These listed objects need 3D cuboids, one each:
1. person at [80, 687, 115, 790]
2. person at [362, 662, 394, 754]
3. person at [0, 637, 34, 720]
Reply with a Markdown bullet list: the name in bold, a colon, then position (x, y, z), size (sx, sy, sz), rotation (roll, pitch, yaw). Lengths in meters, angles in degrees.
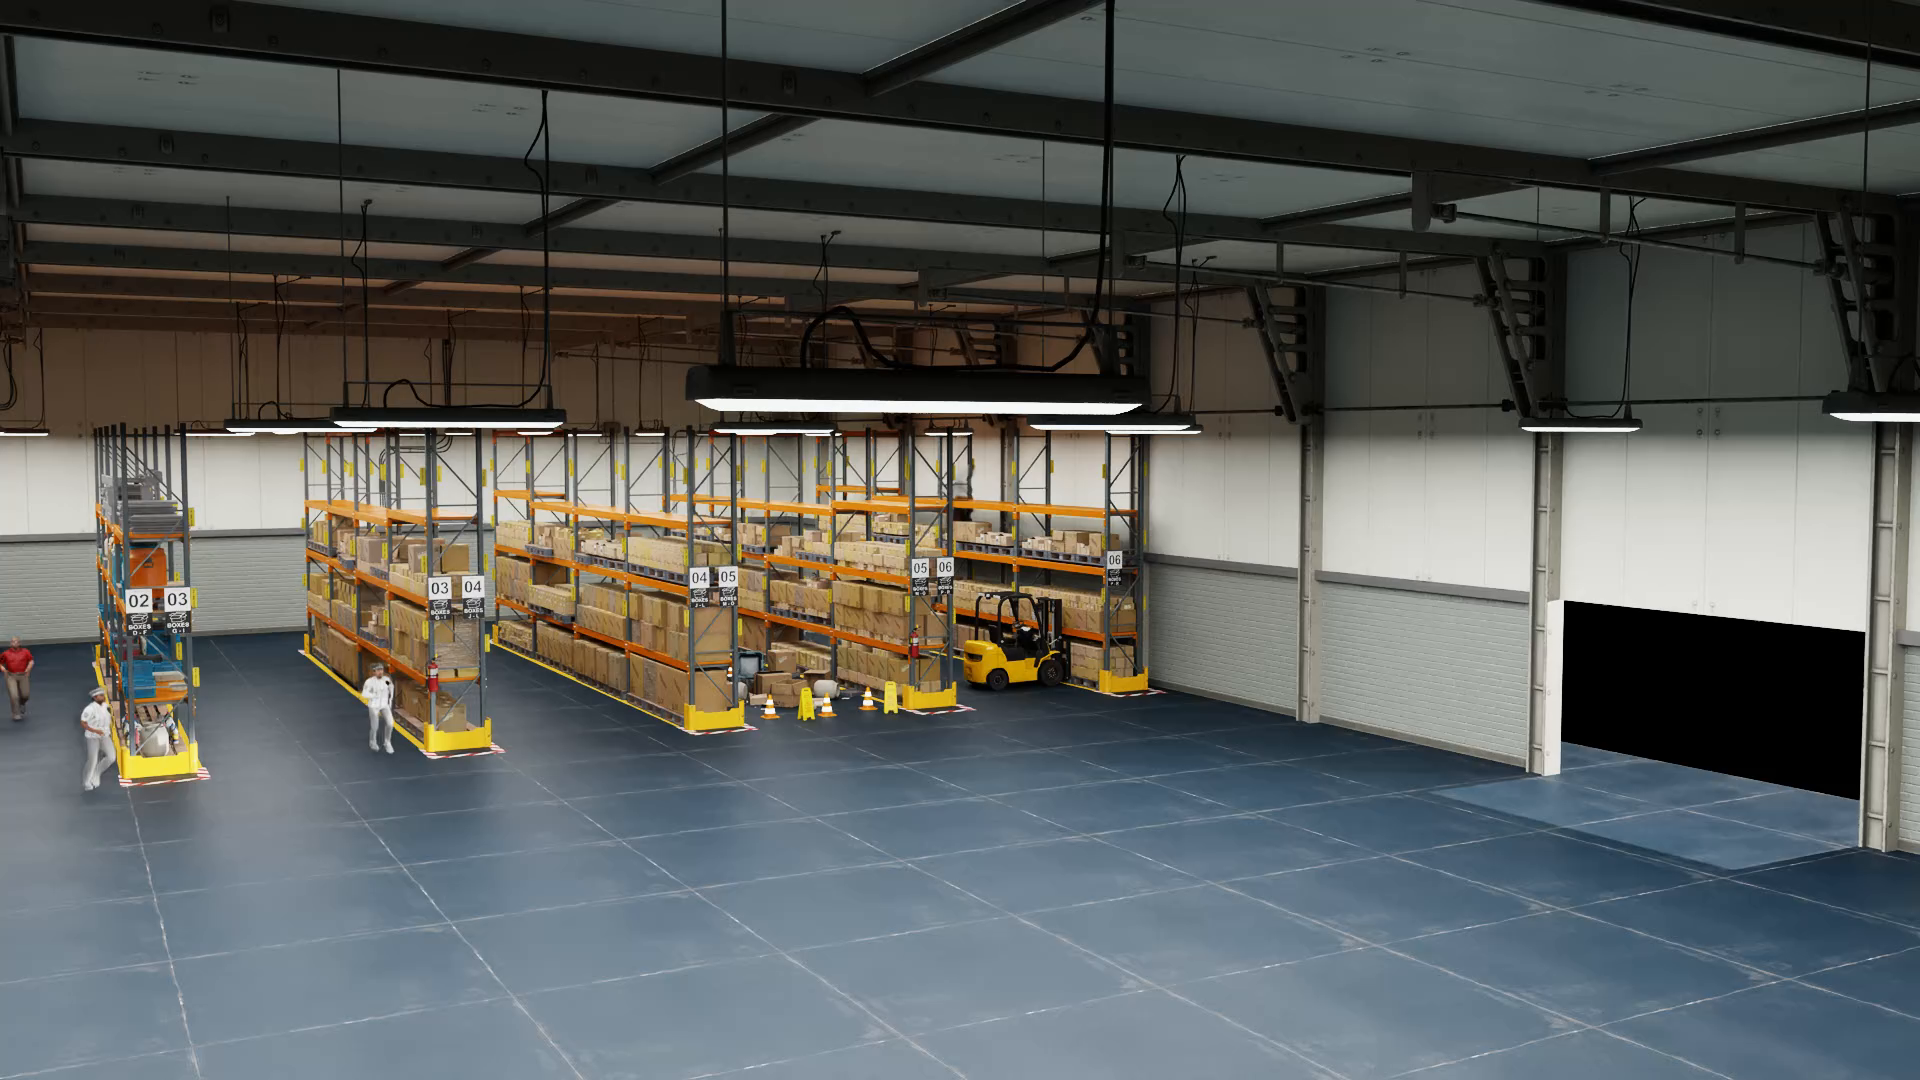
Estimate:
- **person**: position (-14.110, 3.238, 27.289), size (0.545, 1.666, 0.596), rotation (2, 4, 27)
- **person**: position (-10.591, 3.057, 30.320), size (0.633, 1.700, 0.773), rotation (-2, 4, -35)
- **person**: position (-19.305, 2.821, 34.028), size (0.661, 1.673, 0.605), rotation (-2, 4, -35)
